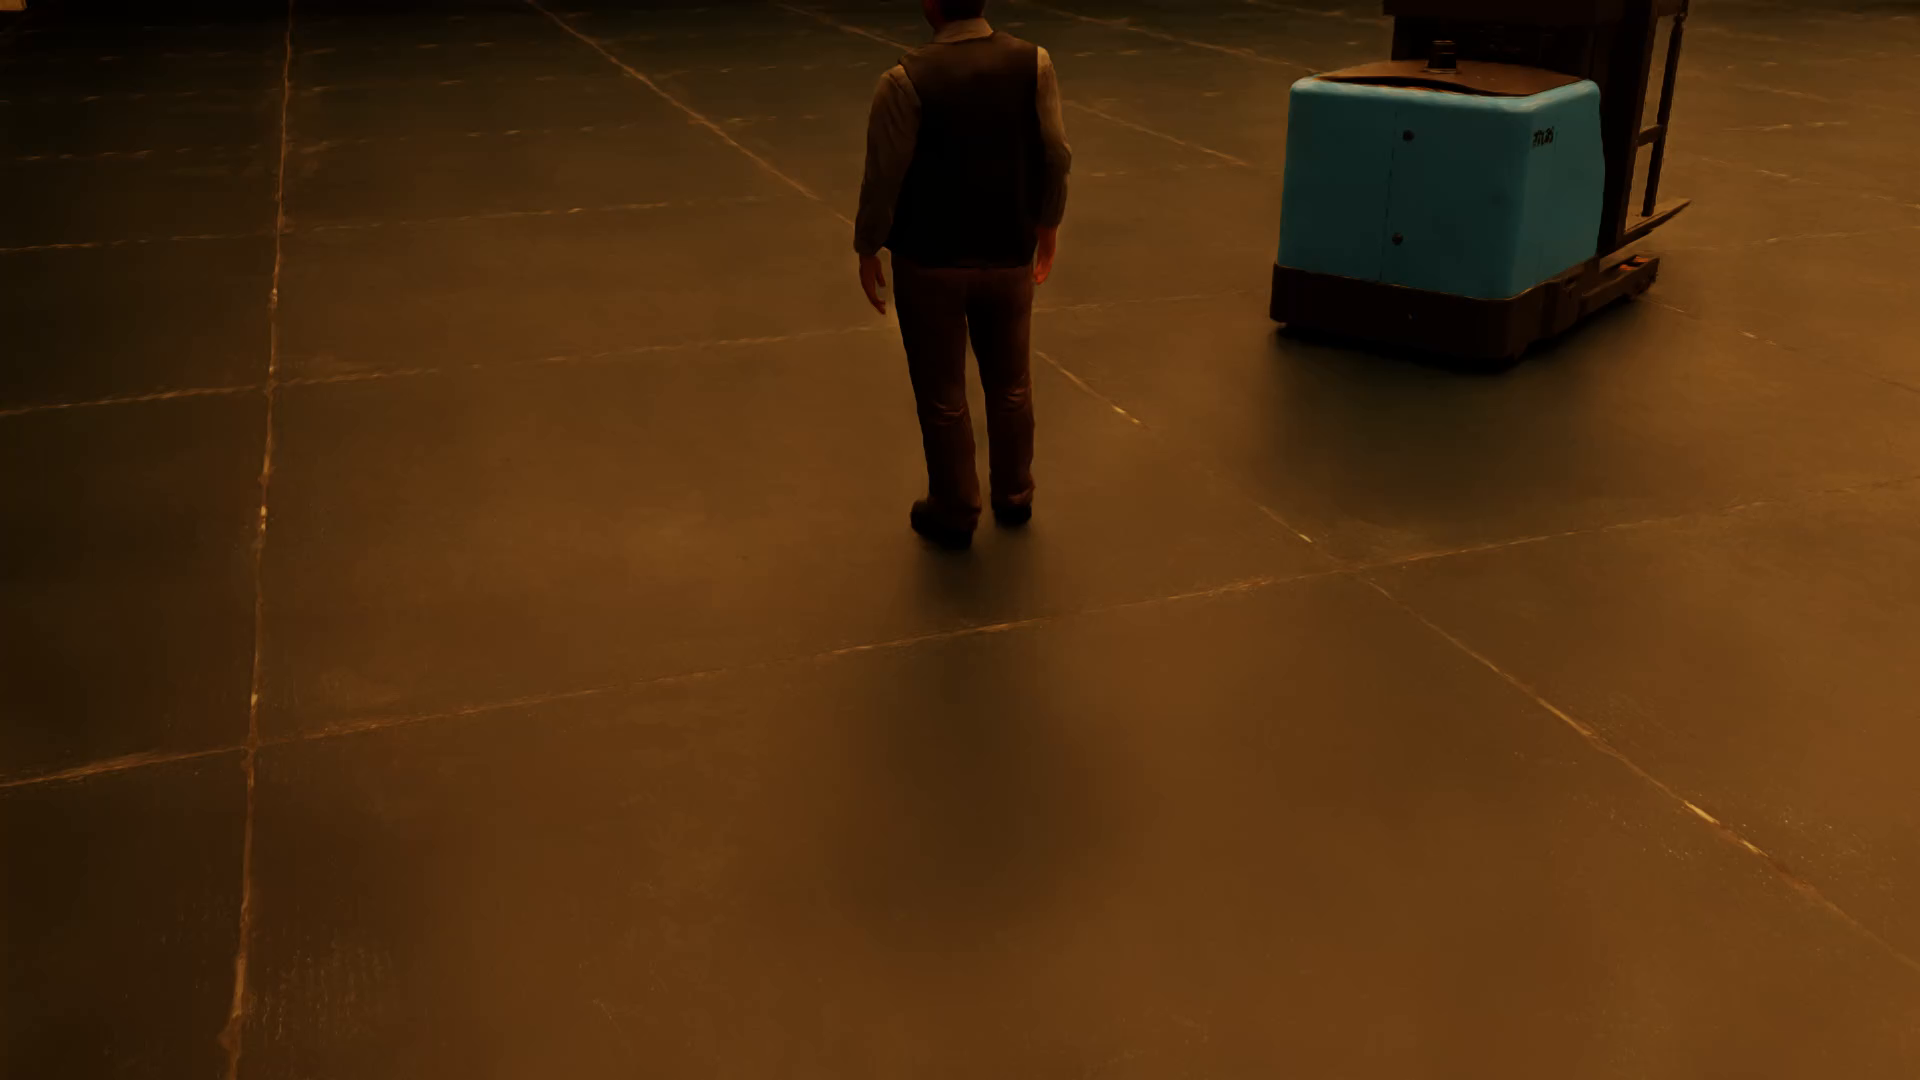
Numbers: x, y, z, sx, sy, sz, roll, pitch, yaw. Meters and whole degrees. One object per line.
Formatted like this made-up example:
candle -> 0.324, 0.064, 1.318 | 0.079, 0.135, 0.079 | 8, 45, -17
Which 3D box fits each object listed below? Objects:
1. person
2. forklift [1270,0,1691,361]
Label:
person -> -0.014, -0.824, 4.799 | 0.632, 1.720, 0.567 | -8, 24, -18
forklift -> 2.651, -2.569, 7.408 | 1.130, 2.935, 3.031 | 17, 28, 35
